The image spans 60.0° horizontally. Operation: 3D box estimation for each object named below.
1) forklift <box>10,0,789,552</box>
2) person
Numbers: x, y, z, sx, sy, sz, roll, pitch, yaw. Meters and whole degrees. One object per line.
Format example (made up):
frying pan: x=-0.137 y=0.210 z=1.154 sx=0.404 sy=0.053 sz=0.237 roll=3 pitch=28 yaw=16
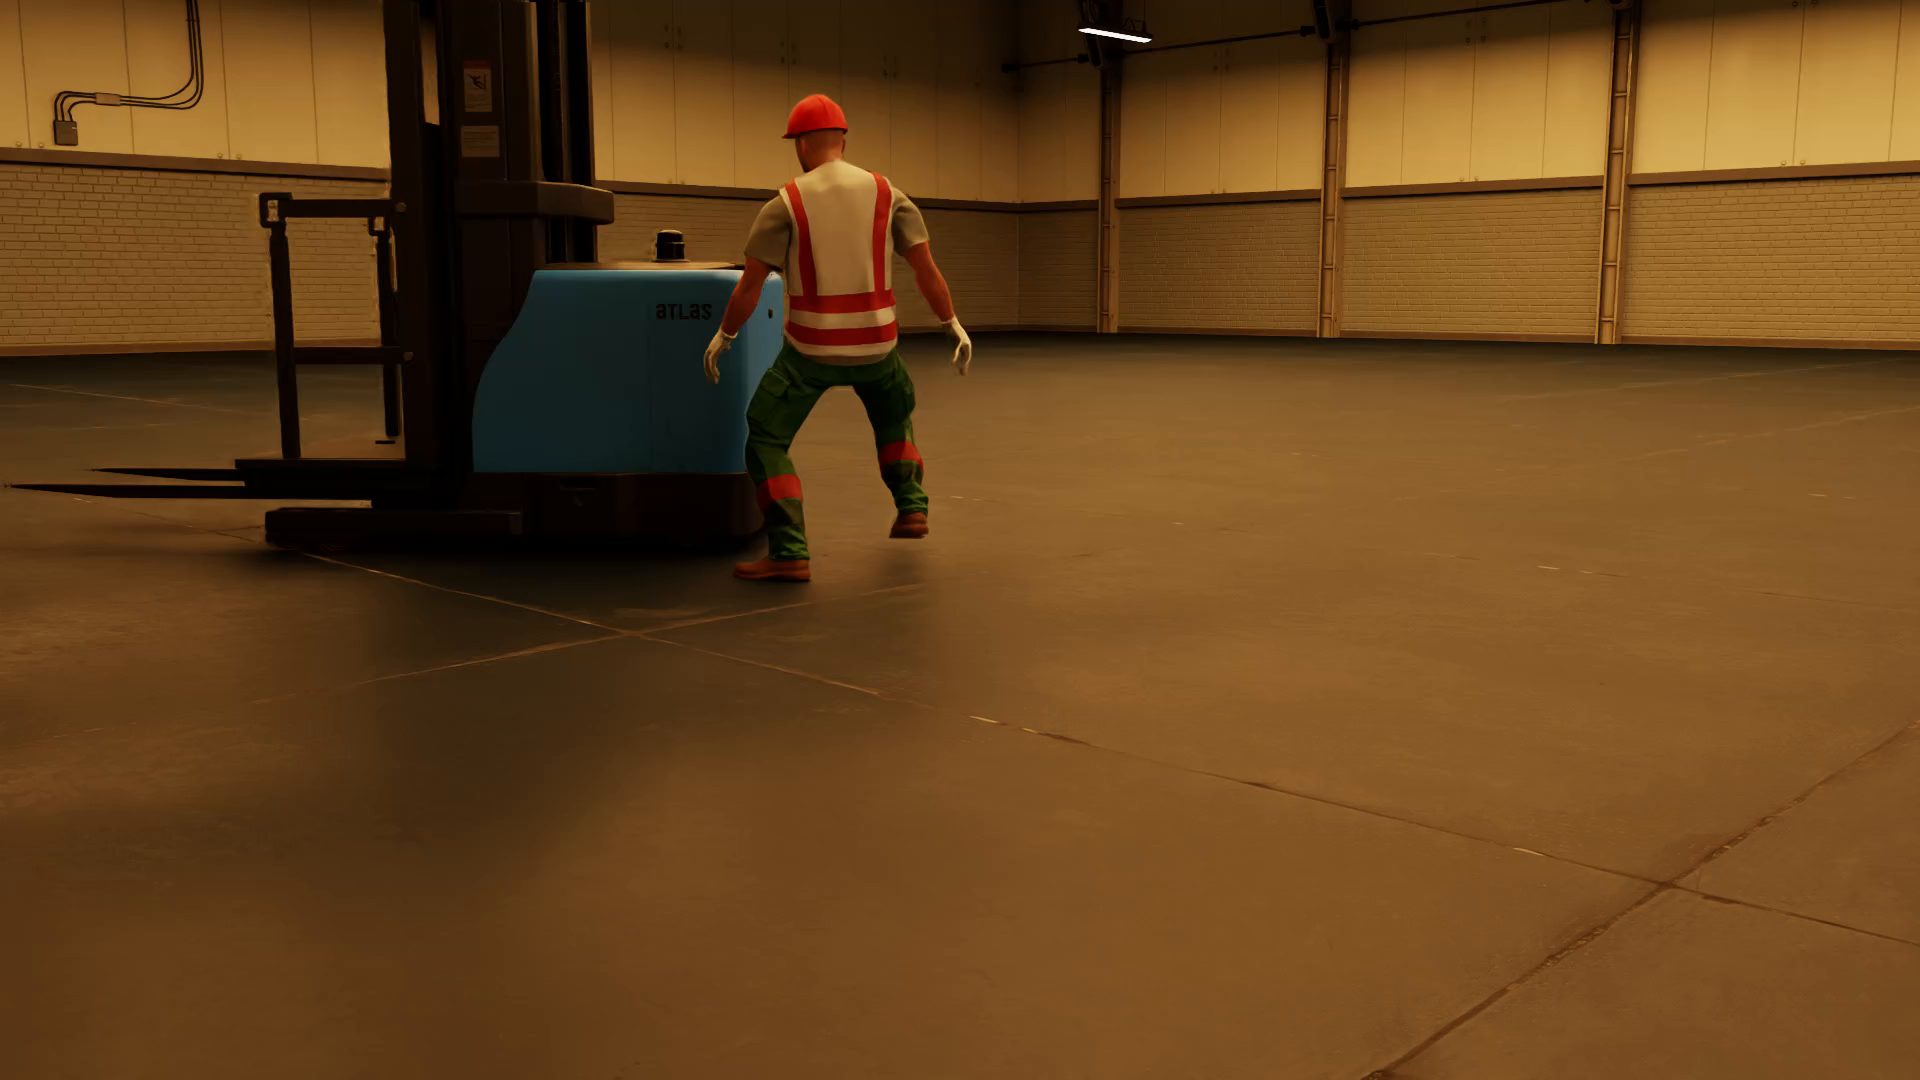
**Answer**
forklift: x=-2.280 y=-1.482 z=6.716 sx=3.031 sy=2.935 sz=1.130 roll=1 pitch=9 yaw=3
person: x=-0.432 y=-0.725 z=5.946 sx=0.949 sy=1.678 sz=0.553 roll=-2 pitch=9 yaw=-15
